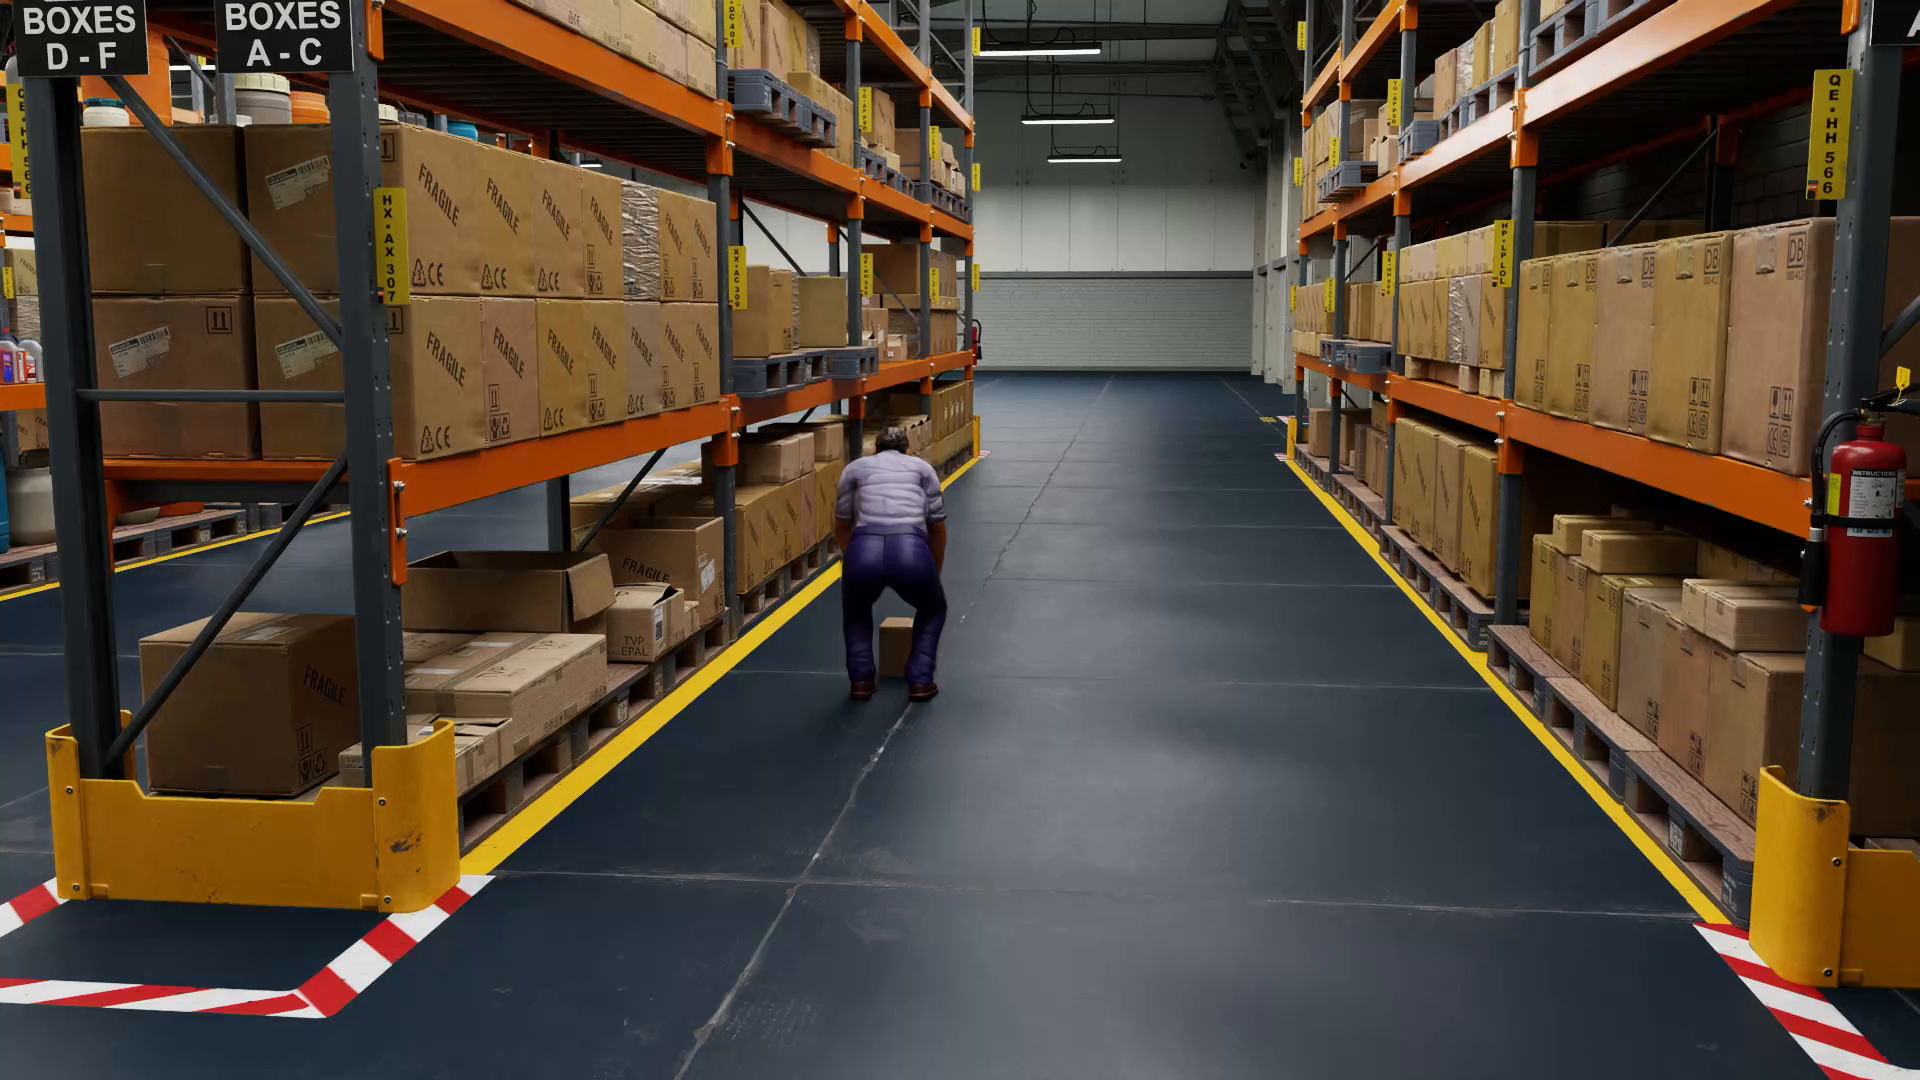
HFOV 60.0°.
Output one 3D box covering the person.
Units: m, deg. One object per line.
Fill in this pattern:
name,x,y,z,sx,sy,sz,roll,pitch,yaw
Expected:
person,-0.338,0.105,7.679,0.537,1.226,0.731,1,8,6
